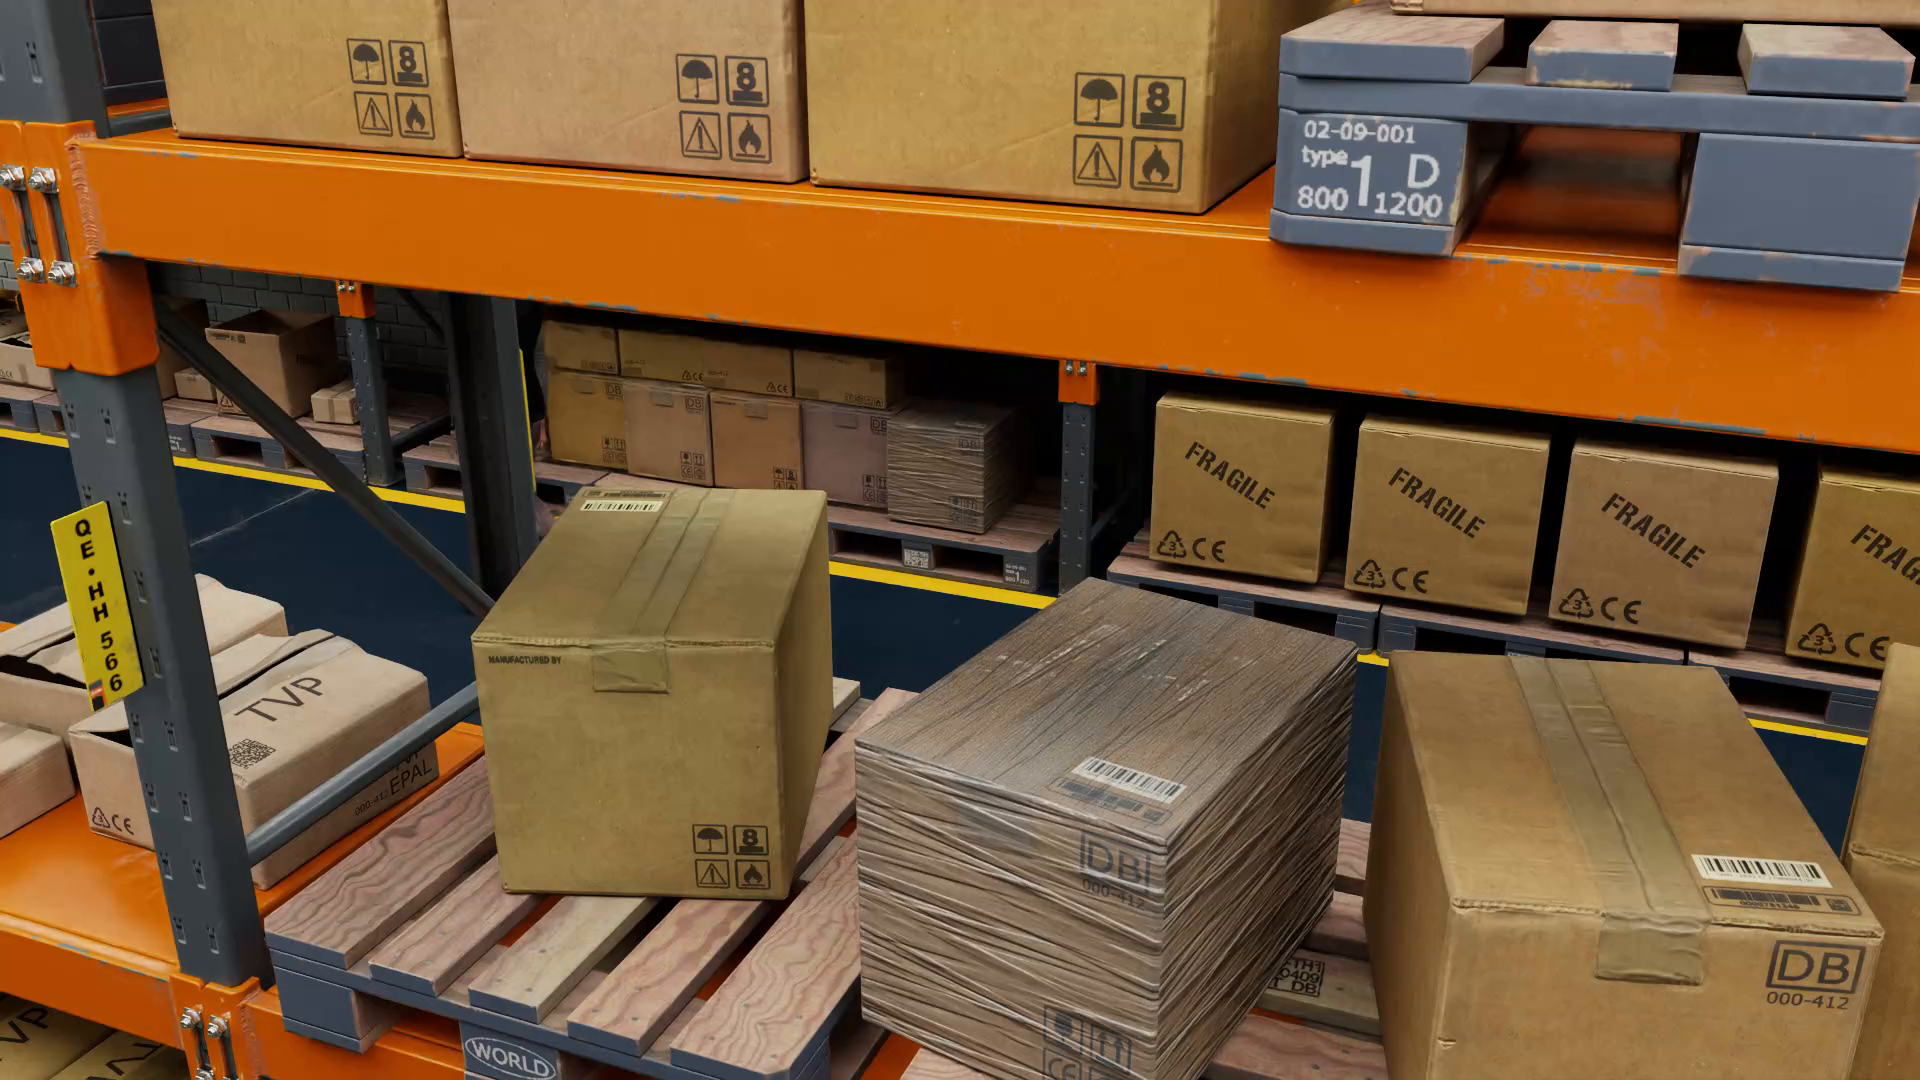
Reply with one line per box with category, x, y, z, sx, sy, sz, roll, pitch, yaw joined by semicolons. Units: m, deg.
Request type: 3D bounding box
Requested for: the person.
person;-1.980;-0.421;7.300;0.484;1.450;0.539;7;23;17
